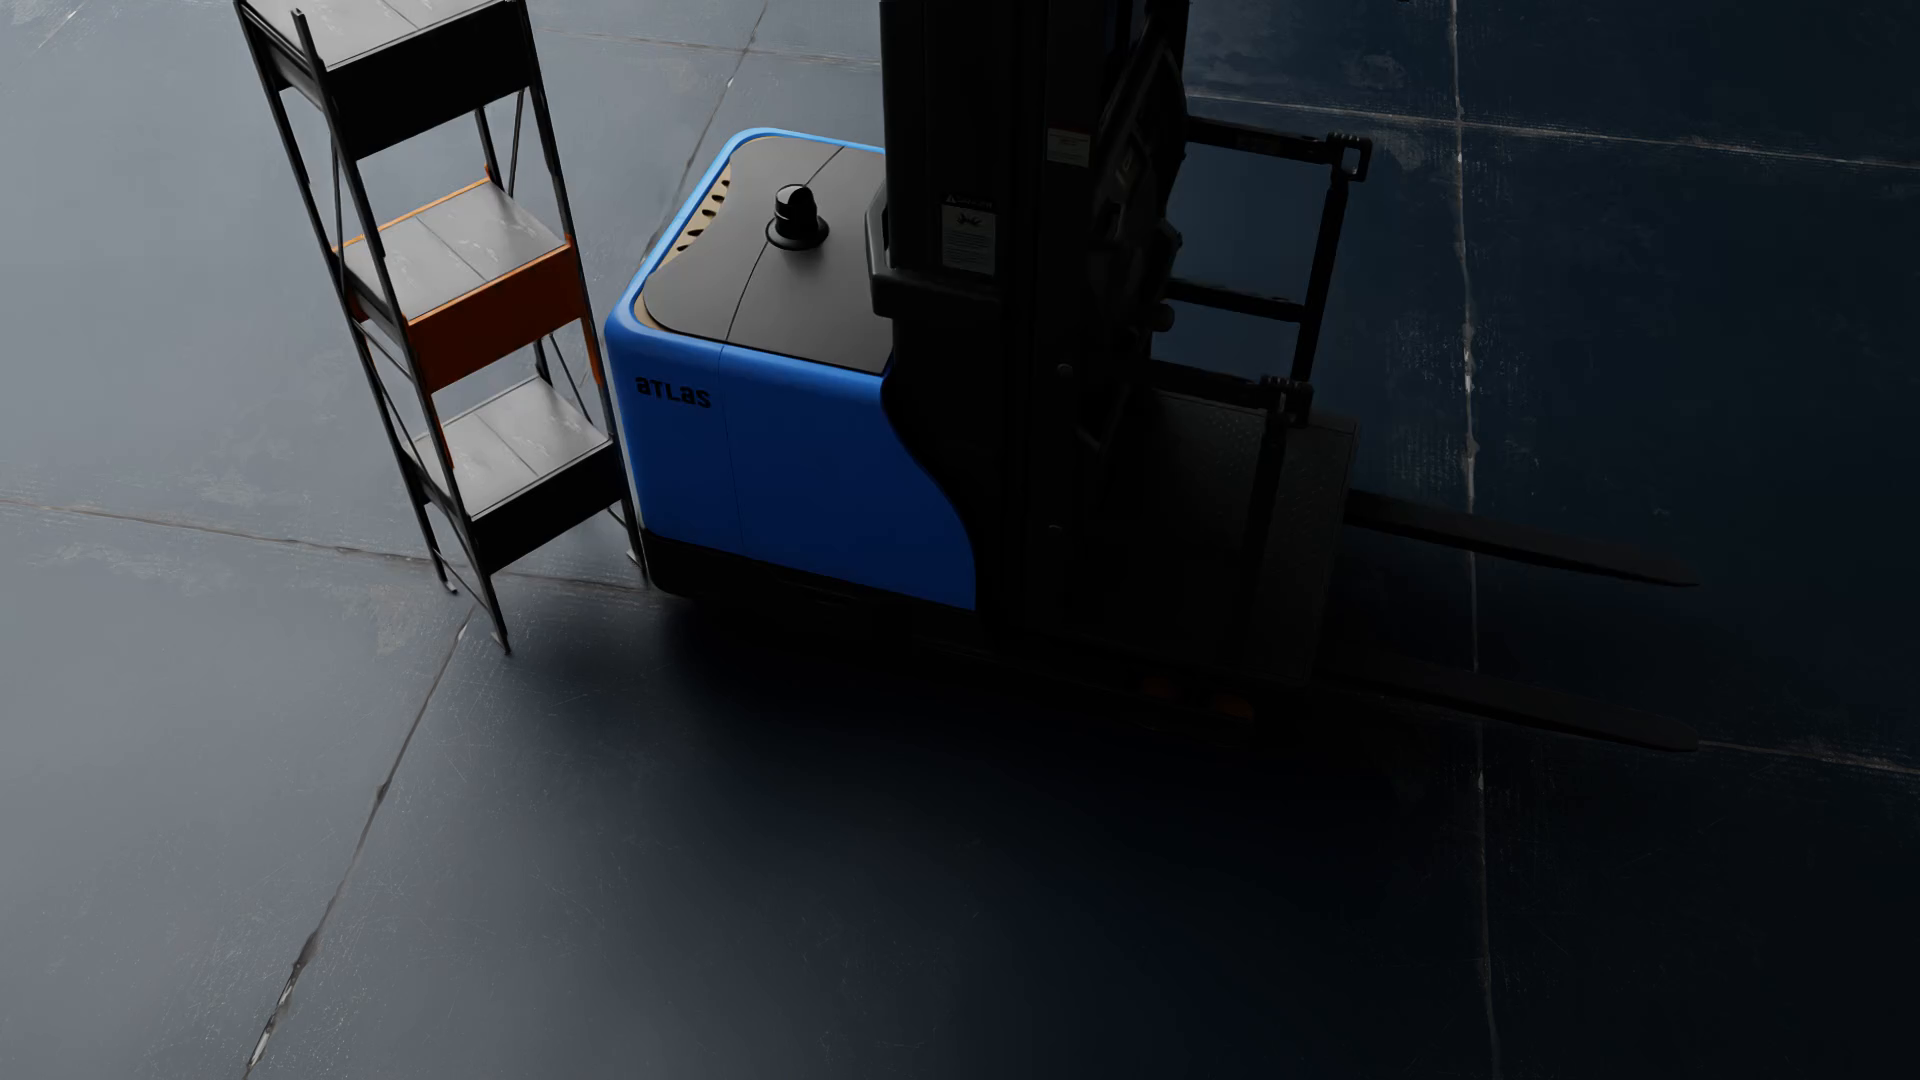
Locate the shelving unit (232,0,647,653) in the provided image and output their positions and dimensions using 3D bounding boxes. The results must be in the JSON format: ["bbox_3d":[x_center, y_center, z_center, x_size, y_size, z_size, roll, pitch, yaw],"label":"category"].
[{"bbox_3d":[-1.295,-0.601,4.378,0.503,2.100,0.431,-34,56,-26],"label":"shelving unit"}]

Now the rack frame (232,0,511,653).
[{"bbox_3d":[-1.476,-0.479,4.269,0.015,2.100,0.400,-34,56,-26],"label":"rack frame"}]

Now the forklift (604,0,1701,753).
[{"bbox_3d":[0.626,-0.836,4.031,3.031,2.935,1.130,13,49,11],"label":"forklift"}]

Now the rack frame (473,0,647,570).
[{"bbox_3d":[-1.113,-0.722,4.487,0.015,2.100,0.400,-34,56,-26],"label":"rack frame"}]

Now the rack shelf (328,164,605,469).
[{"bbox_3d":[-1.295,-0.591,4.388,0.480,0.518,0.431,-34,56,-26],"label":"rack shelf"}]

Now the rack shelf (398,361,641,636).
[{"bbox_3d":[-1.295,-0.124,4.909,0.480,0.518,0.431,-34,56,-26],"label":"rack shelf"}]

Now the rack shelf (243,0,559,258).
[{"bbox_3d":[-1.295,-1.059,3.868,0.480,0.518,0.431,-34,56,-26],"label":"rack shelf"}]
